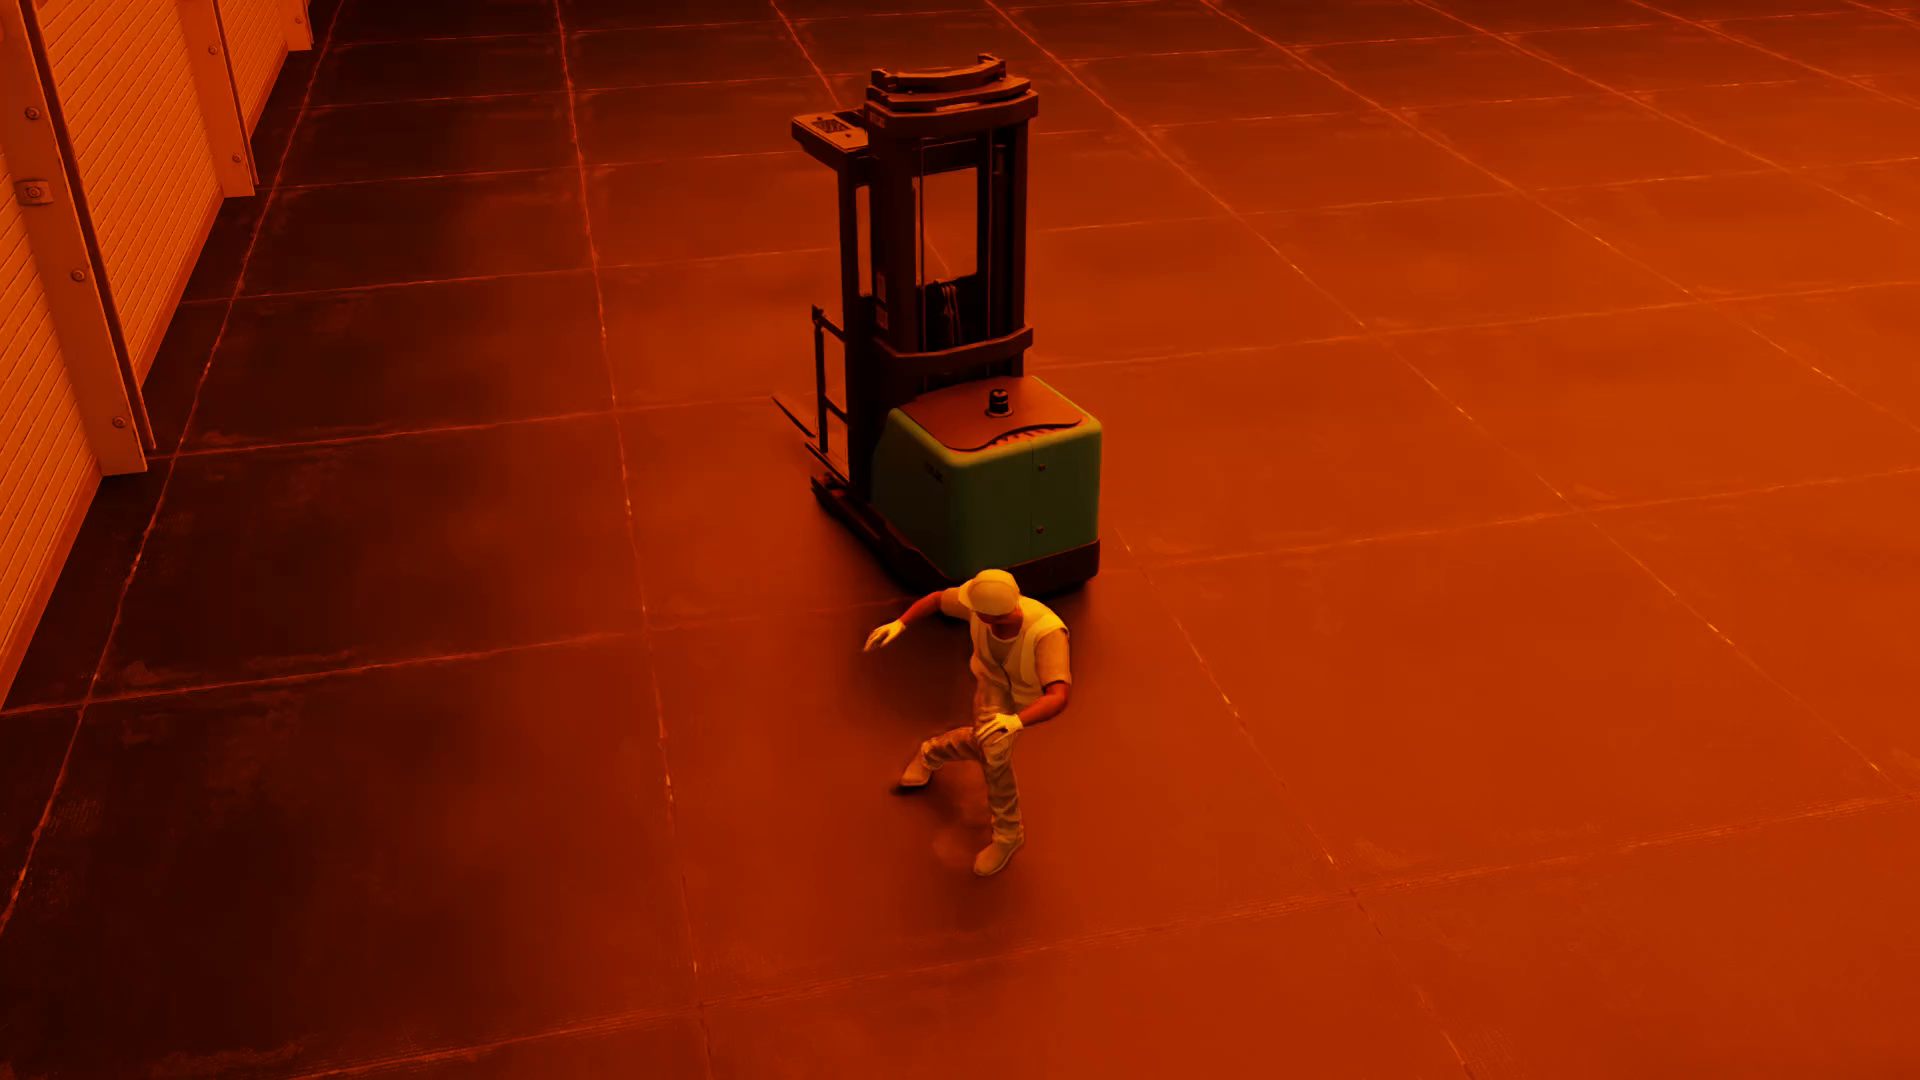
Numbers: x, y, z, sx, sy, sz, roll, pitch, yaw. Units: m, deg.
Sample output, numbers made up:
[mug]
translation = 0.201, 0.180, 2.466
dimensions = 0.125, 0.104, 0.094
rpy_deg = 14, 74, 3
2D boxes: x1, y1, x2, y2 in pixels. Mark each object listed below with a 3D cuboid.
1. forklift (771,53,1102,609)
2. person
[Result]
[forklift]
translation = -0.321, -1.538, 10.231
dimensions = 1.130, 2.935, 3.031
rpy_deg = -16, 34, -25
[person]
translation = 0.028, 0.777, 7.641
dimensions = 1.005, 1.540, 1.049
rpy_deg = 6, 31, 10
